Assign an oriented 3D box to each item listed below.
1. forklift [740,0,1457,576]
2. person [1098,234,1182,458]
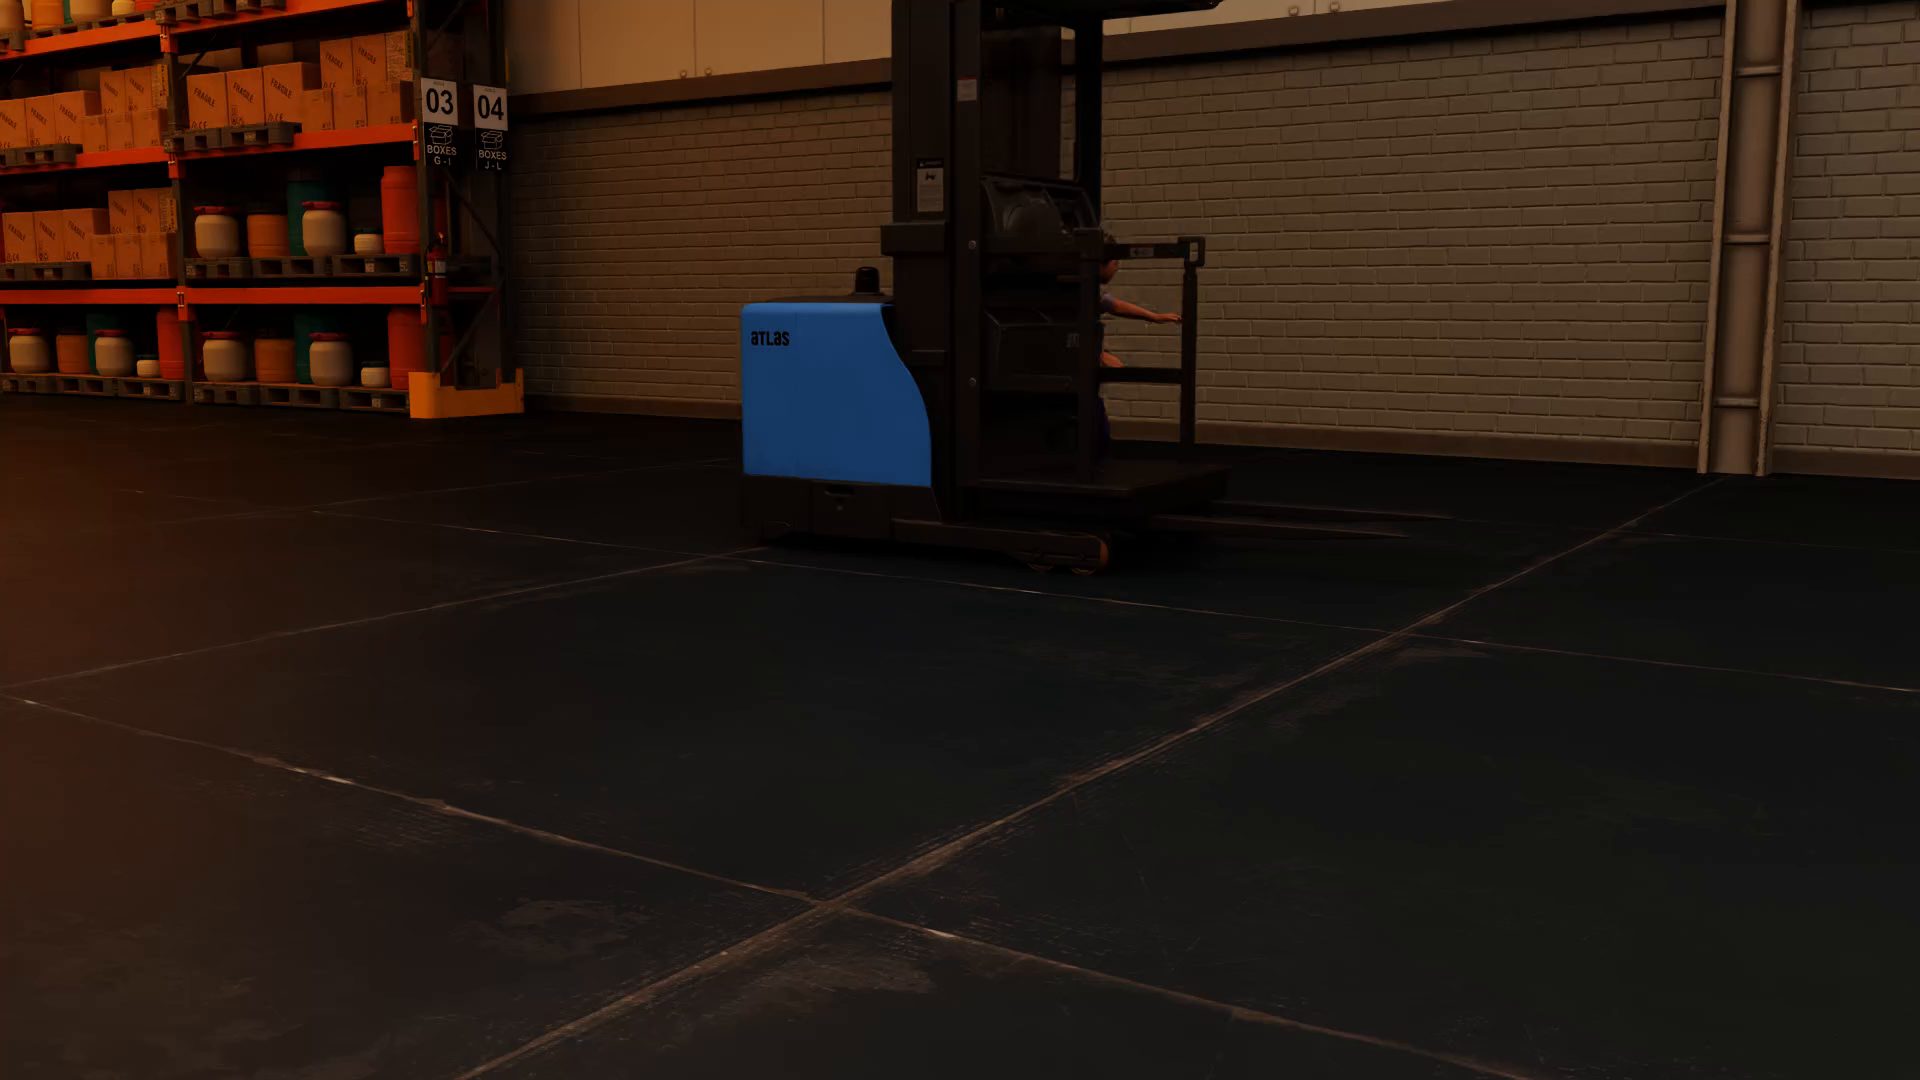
[{"bbox_3d":[0.529,-1.394,6.993,3.031,2.935,1.130,5,9,31],"label":"forklift"},{"bbox_3d":[0.677,-0.823,8.366,0.867,1.427,1.226,1,8,9],"label":"person"}]
